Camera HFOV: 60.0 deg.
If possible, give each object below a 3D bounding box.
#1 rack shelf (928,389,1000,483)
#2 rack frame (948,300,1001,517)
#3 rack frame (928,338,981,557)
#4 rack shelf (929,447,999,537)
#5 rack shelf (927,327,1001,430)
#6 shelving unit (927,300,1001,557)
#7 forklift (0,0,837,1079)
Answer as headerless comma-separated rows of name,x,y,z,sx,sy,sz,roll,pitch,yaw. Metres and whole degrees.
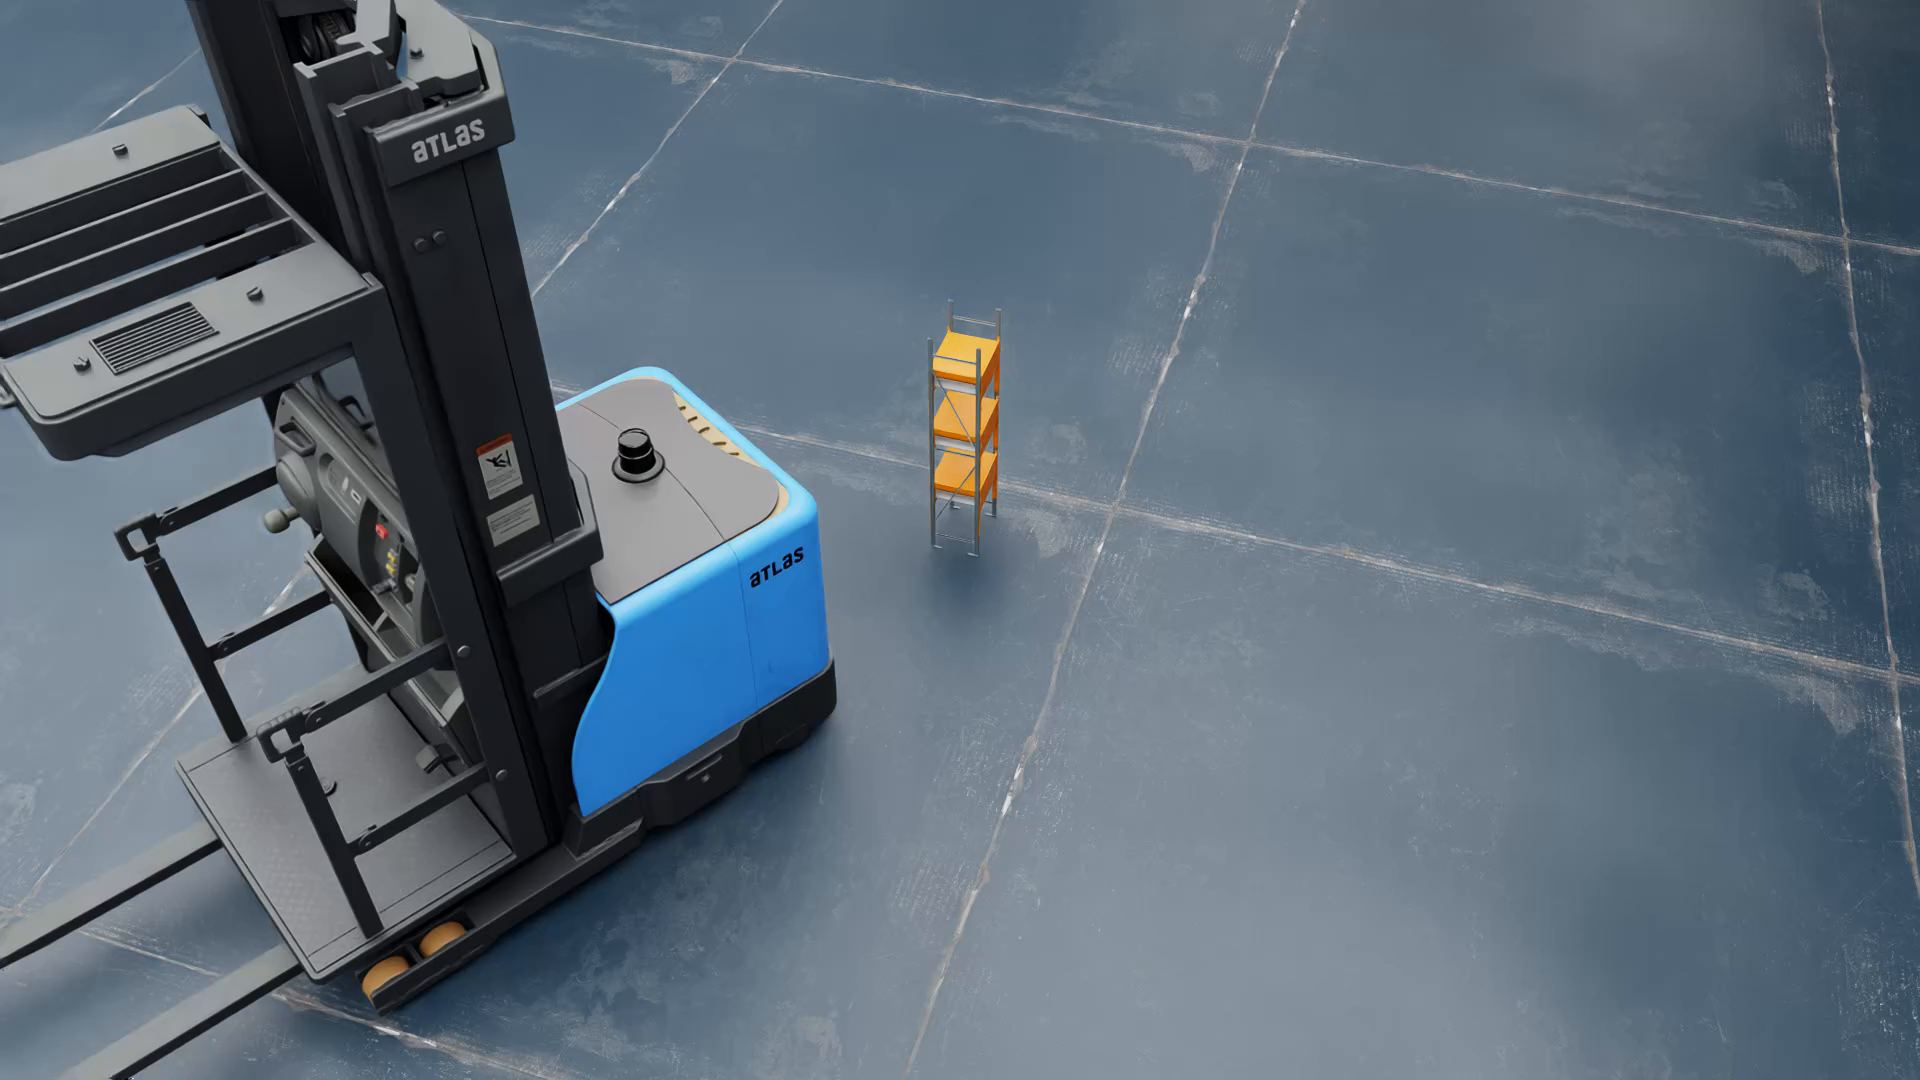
rack shelf,0.016,-0.403,6.427,0.215,0.259,0.240,13,46,12
rack frame,0.053,-0.492,6.502,0.200,1.050,0.008,13,46,12
rack frame,-0.021,-0.330,6.336,0.200,1.050,0.008,13,46,12
rack shelf,0.016,-0.205,6.621,0.215,0.259,0.240,13,46,12
rack shelf,0.016,-0.606,6.228,0.215,0.259,0.240,13,46,12
shelving unit,0.016,-0.411,6.419,0.215,1.050,0.252,13,46,12
forklift,-1.895,0.008,4.646,3.031,2.935,1.130,-31,52,-28
